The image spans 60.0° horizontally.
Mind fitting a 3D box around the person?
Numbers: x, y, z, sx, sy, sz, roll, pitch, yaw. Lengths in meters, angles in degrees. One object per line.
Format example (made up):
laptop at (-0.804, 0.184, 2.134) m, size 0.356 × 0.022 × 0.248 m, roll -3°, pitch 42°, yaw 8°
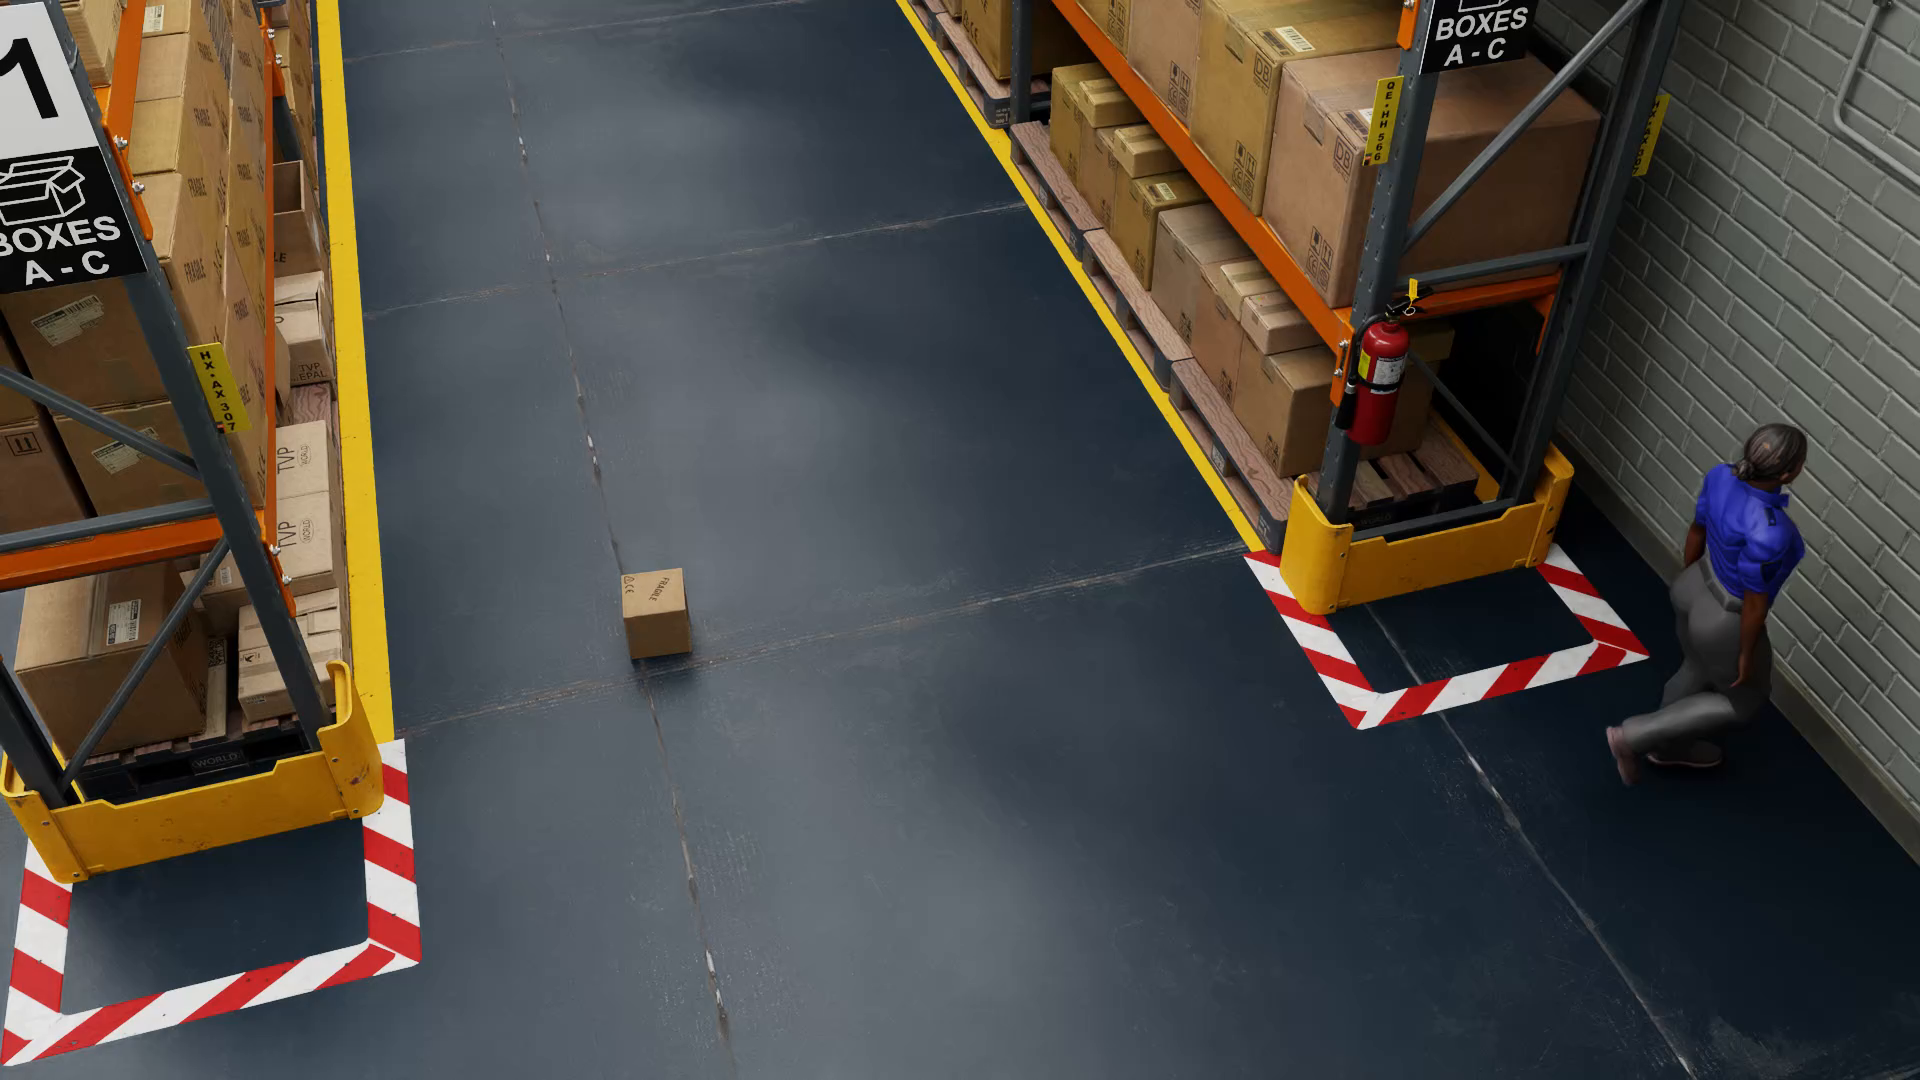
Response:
person at (2.663, 0.256, 5.862) m, size 0.561 × 1.644 × 0.480 m, roll -3°, pitch 43°, yaw -3°
